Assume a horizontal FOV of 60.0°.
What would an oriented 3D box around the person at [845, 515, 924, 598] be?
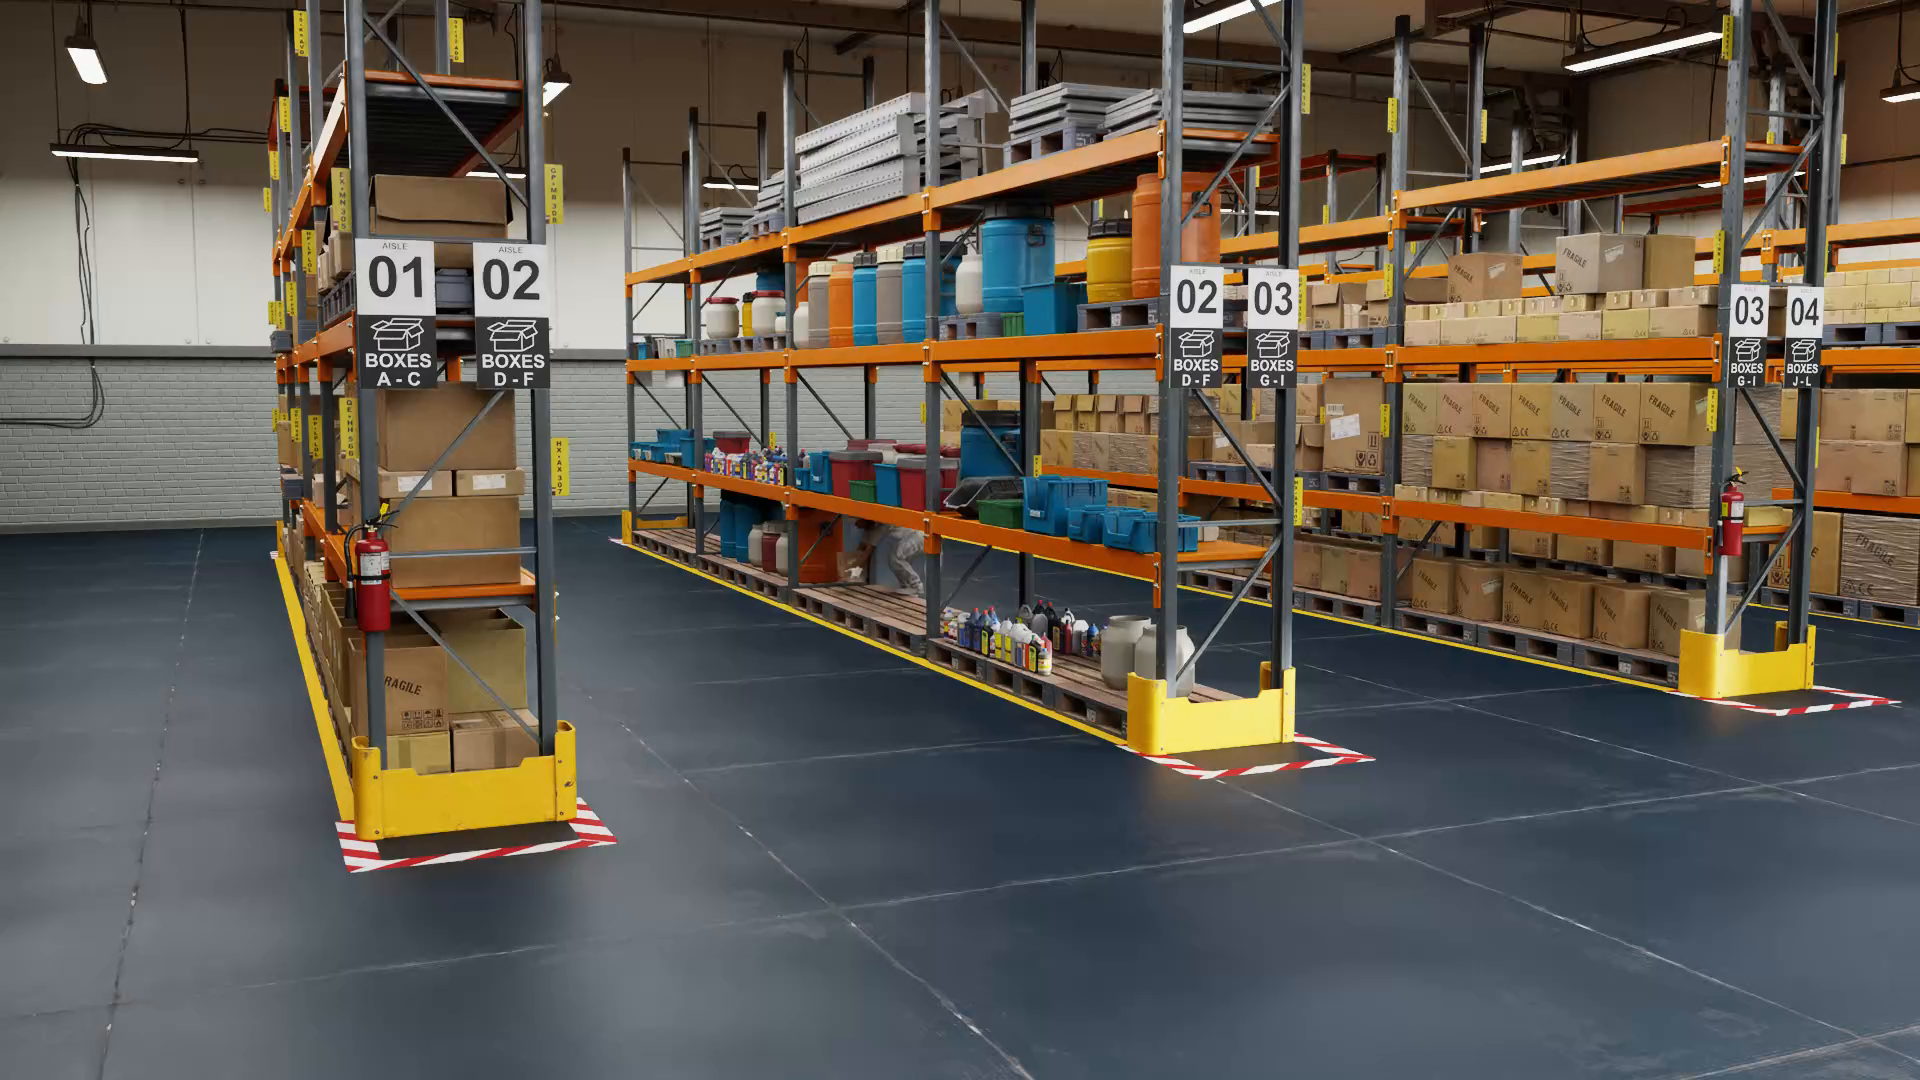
[{"bbox_3d":[-0.767,0.201,17.734,1.065,1.167,0.525,-1,5,-9],"label":"person"}]
